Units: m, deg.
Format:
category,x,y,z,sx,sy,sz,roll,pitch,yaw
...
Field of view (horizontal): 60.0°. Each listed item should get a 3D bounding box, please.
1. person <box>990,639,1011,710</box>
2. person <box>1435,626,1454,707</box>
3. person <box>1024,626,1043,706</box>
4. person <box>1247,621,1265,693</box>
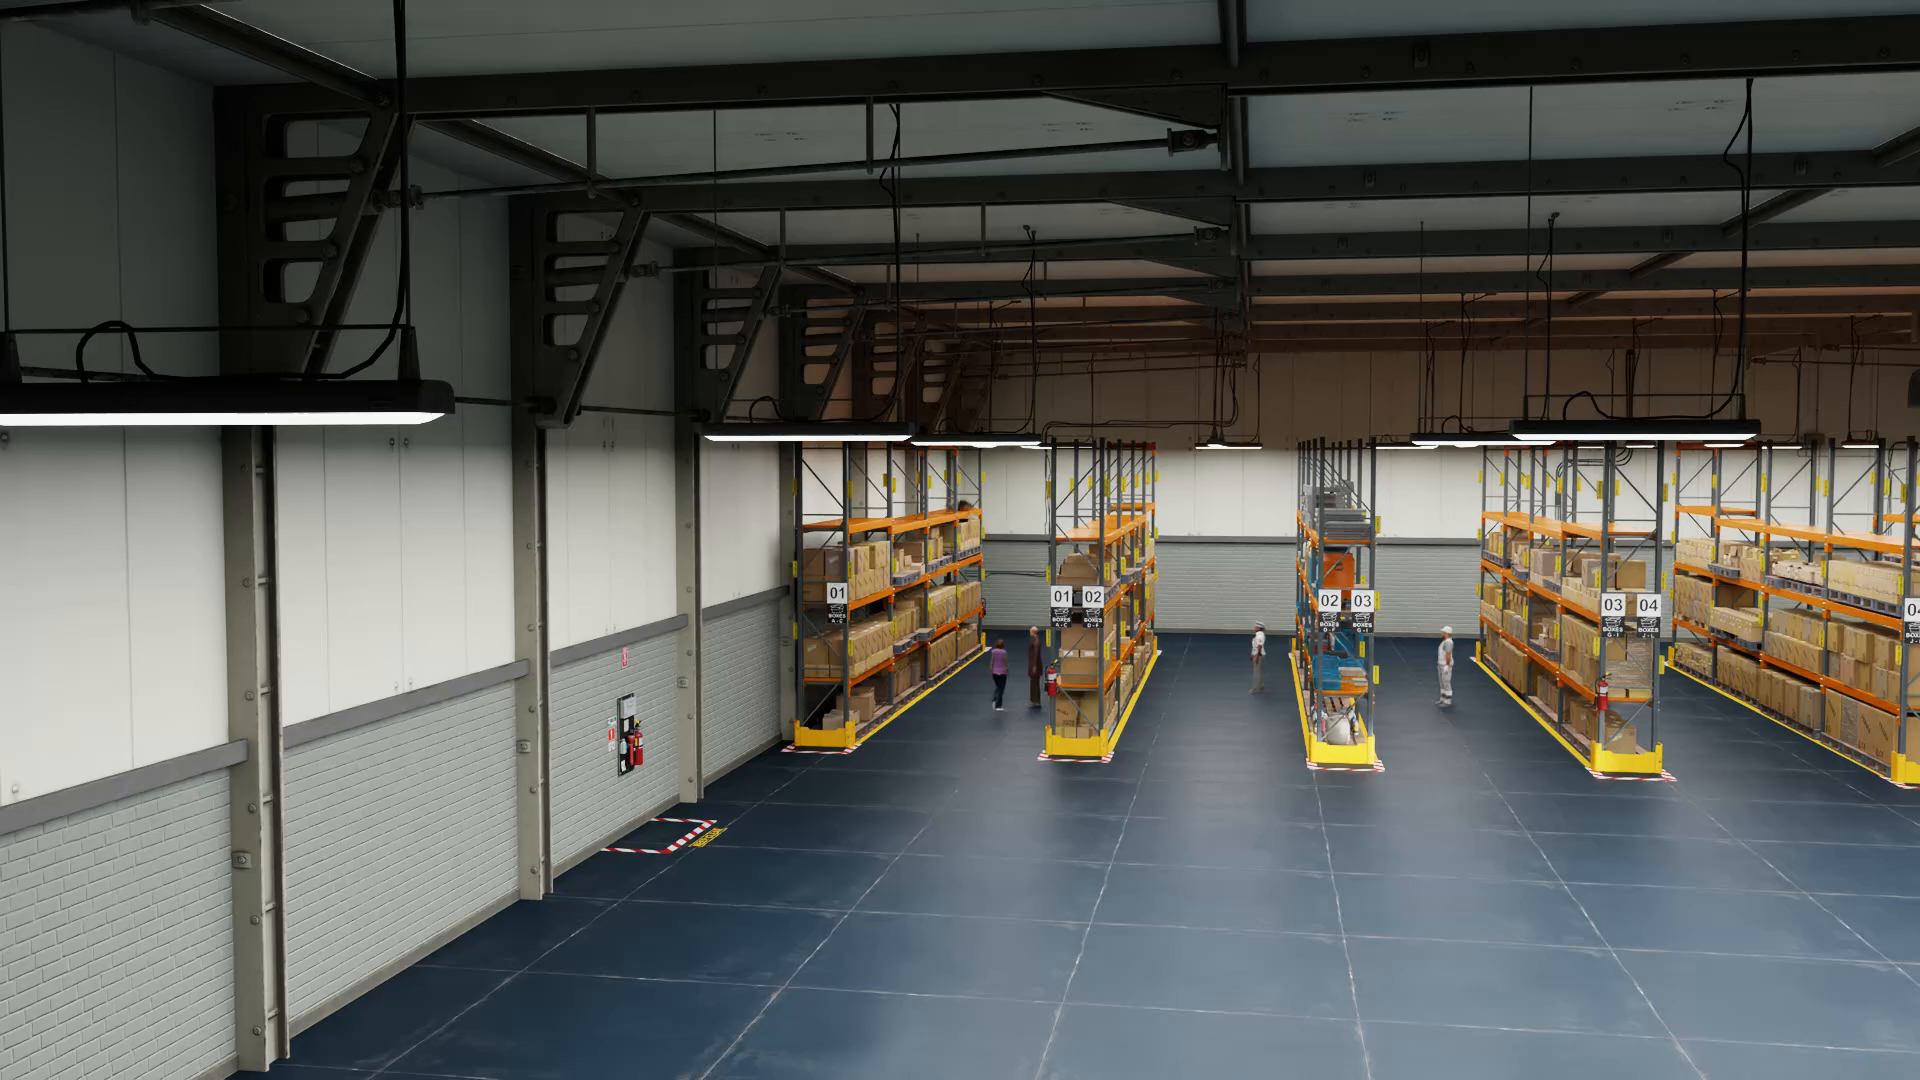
category,x,y,z,sx,sy,sz,roll,pitch,yaw
person,0.898,2.975,36.730,0.422,1.602,0.385,2,4,35
person,10.916,2.838,37.453,0.416,1.795,0.591,0,3,-4
person,1.651,2.838,37.505,0.436,1.784,0.636,0,3,4
person,7.053,2.788,39.659,0.513,1.703,0.468,0,3,-8
